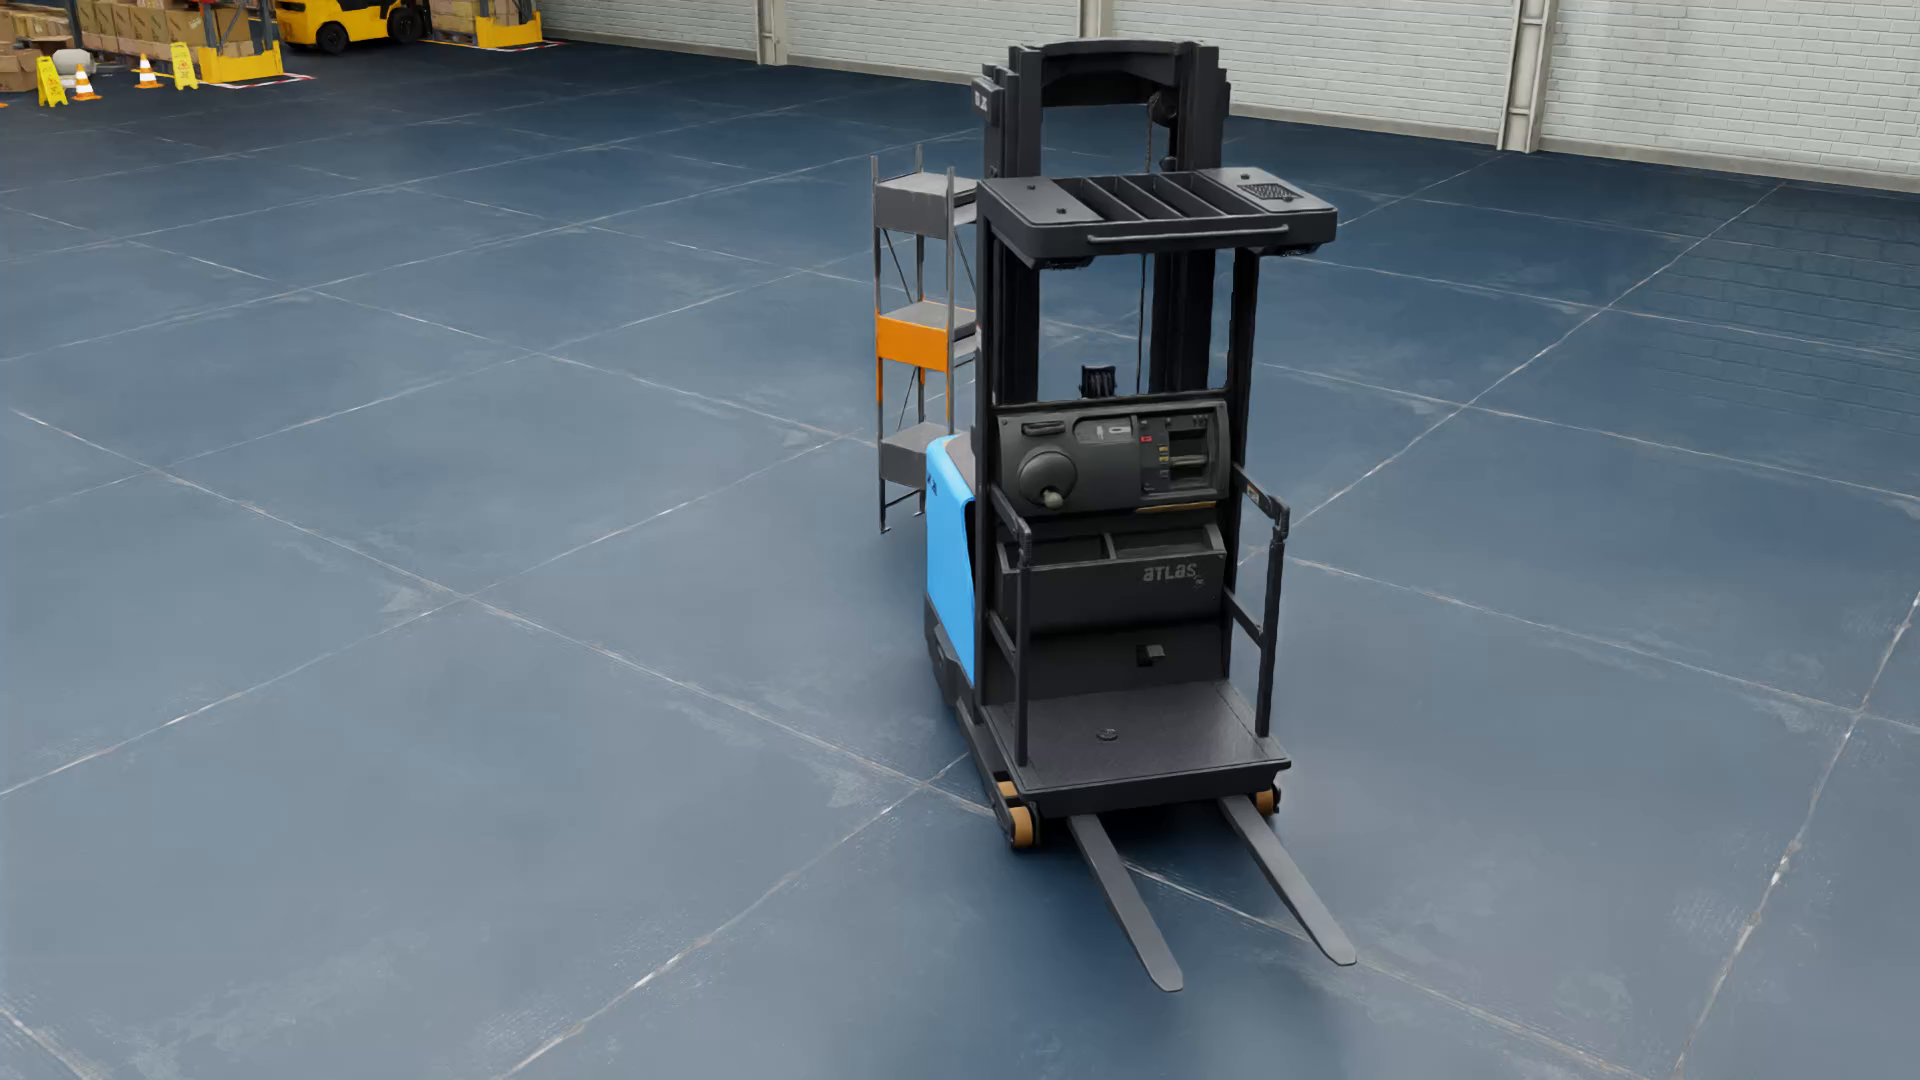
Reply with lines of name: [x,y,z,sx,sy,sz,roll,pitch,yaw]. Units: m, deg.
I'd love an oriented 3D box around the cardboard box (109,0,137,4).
cardboard box: [-12.921,-8.387,25.720,0.250,0.149,0.380,19,30,36]

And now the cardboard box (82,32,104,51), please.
cardboard box: [-13.615,-7.984,26.541,0.500,0.250,0.500,15,28,31]

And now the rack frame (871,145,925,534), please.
rack frame: [-0.328,-1.060,9.051,0.015,2.100,0.400,17,29,33]

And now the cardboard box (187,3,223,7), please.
cardboard box: [-11.644,-8.005,25.657,0.500,0.500,0.500,16,28,31]

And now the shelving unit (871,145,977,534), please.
shelving unit: [-0.132,-1.001,8.917,0.503,2.100,0.431,17,29,33]

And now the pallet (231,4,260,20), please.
pallet: [-13.516,-10.362,32.506,1.213,0.211,1.003,17,29,33]

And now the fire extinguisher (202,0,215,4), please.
fire extinguisher: [-10.909,-8.101,24.013,0.183,0.674,0.296,17,29,33]

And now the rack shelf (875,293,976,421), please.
rack shelf: [-0.132,-0.988,8.923,0.480,0.518,0.431,17,29,33]

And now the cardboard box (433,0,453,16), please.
cardboard box: [-8.722,-9.220,28.724,0.500,0.250,0.500,16,29,33]

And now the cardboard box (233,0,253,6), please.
cardboard box: [-13.661,-10.800,32.466,0.625,0.625,0.875,18,29,35]

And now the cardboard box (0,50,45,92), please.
cardboard box: [-13.648,-6.779,24.011,0.637,0.503,0.797,-1,24,-3]

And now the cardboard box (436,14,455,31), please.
cardboard box: [-8.708,-8.984,28.810,0.500,0.250,0.500,17,29,33]

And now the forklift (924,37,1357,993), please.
forklift: [0.656,-0.300,6.296,1.130,2.935,3.031,-5,24,-12]

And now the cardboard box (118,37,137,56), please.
cardboard box: [-12.755,-7.732,25.967,0.500,0.250,0.500,16,29,33]

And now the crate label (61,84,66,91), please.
crate label: [-12.902,-6.421,23.652,0.298,0.136,0.250,3,24,6]

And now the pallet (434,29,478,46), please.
pallet: [-8.387,-8.811,28.985,1.213,0.211,1.003,17,29,33]

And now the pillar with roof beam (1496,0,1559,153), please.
pillar with roof beam: [4.055,-7.378,14.835,0.400,9.000,9.100,17,29,33]

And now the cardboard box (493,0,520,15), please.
cardboard box: [-8.002,-9.259,28.813,0.500,0.250,0.500,17,29,34]

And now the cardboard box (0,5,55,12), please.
cardboard box: [-16.084,-8.922,28.517,0.625,0.372,0.950,16,28,32]

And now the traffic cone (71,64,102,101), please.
traffic cone: [-12.236,-6.400,23.201,0.334,0.463,0.336,17,29,33]

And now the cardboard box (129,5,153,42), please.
cardboard box: [-12.341,-7.949,25.531,0.500,0.500,0.500,16,28,32]

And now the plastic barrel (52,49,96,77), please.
plastic barrel: [-13.285,-7.145,24.942,0.512,0.421,0.421,-5,24,-12]

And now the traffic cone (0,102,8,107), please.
traffic cone: [-13.185,-6.117,22.560,0.334,0.463,0.336,17,29,33]

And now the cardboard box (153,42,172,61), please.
cardboard box: [-11.942,-7.483,25.404,0.500,0.250,0.500,17,29,33]

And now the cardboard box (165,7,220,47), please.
cardboard box: [-11.522,-7.700,24.964,0.500,0.500,0.500,17,29,34]

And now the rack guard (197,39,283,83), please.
rack guard: [-10.785,-7.188,24.943,0.348,0.500,1.175,17,29,33]

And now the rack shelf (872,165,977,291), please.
rack shelf: [-0.132,-1.629,8.641,0.480,0.518,0.431,17,29,33]

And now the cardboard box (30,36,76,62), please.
cardboard box: [-13.884,-7.439,25.512,0.500,0.500,0.500,-5,24,-12]

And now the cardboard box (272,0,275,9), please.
cardboard box: [-12.594,-10.482,31.744,0.625,0.625,0.875,15,28,31]

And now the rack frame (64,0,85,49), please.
rack frame: [-13.925,-9.280,26.593,0.127,3.000,1.000,17,29,33]

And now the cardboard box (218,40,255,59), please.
cardboard box: [-11.204,-7.531,25.512,0.500,0.250,0.500,17,29,33]

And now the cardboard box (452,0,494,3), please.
cardboard box: [-8.306,-9.318,28.326,0.500,0.250,0.500,18,29,35]

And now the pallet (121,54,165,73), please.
pallet: [-12.386,-7.558,26.143,1.213,0.211,1.003,17,29,33]

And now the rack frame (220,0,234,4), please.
rack frame: [-14.152,-11.850,32.425,0.127,3.000,1.000,17,29,33]

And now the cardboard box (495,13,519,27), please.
cardboard box: [-8.026,-9.031,28.916,0.500,0.250,0.500,17,29,34]

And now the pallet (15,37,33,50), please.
pallet: [-15.529,-8.487,28.250,1.213,0.211,1.003,17,29,33]

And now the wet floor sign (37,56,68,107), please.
wet floor sign: [-12.401,-6.246,22.626,0.232,0.644,0.267,12,26,24]

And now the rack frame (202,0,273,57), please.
rack frame: [-10.724,-8.313,24.397,0.127,3.000,1.000,17,29,33]

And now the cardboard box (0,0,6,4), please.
cardboard box: [-17.629,-9.661,29.572,0.875,0.875,0.875,17,29,33]

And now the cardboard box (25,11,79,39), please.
cardboard box: [-14.923,-8.569,27.716,0.625,0.372,0.950,19,30,36]

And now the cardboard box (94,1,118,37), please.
cardboard box: [-13.179,-8.202,26.104,0.500,0.500,0.500,18,30,35]

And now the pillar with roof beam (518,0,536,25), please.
pillar with roof beam: [-10.349,-11.731,24.714,0.400,9.000,9.100,17,29,33]

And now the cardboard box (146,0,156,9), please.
cardboard box: [-12.055,-8.125,25.126,0.250,0.149,0.380,17,29,34]
